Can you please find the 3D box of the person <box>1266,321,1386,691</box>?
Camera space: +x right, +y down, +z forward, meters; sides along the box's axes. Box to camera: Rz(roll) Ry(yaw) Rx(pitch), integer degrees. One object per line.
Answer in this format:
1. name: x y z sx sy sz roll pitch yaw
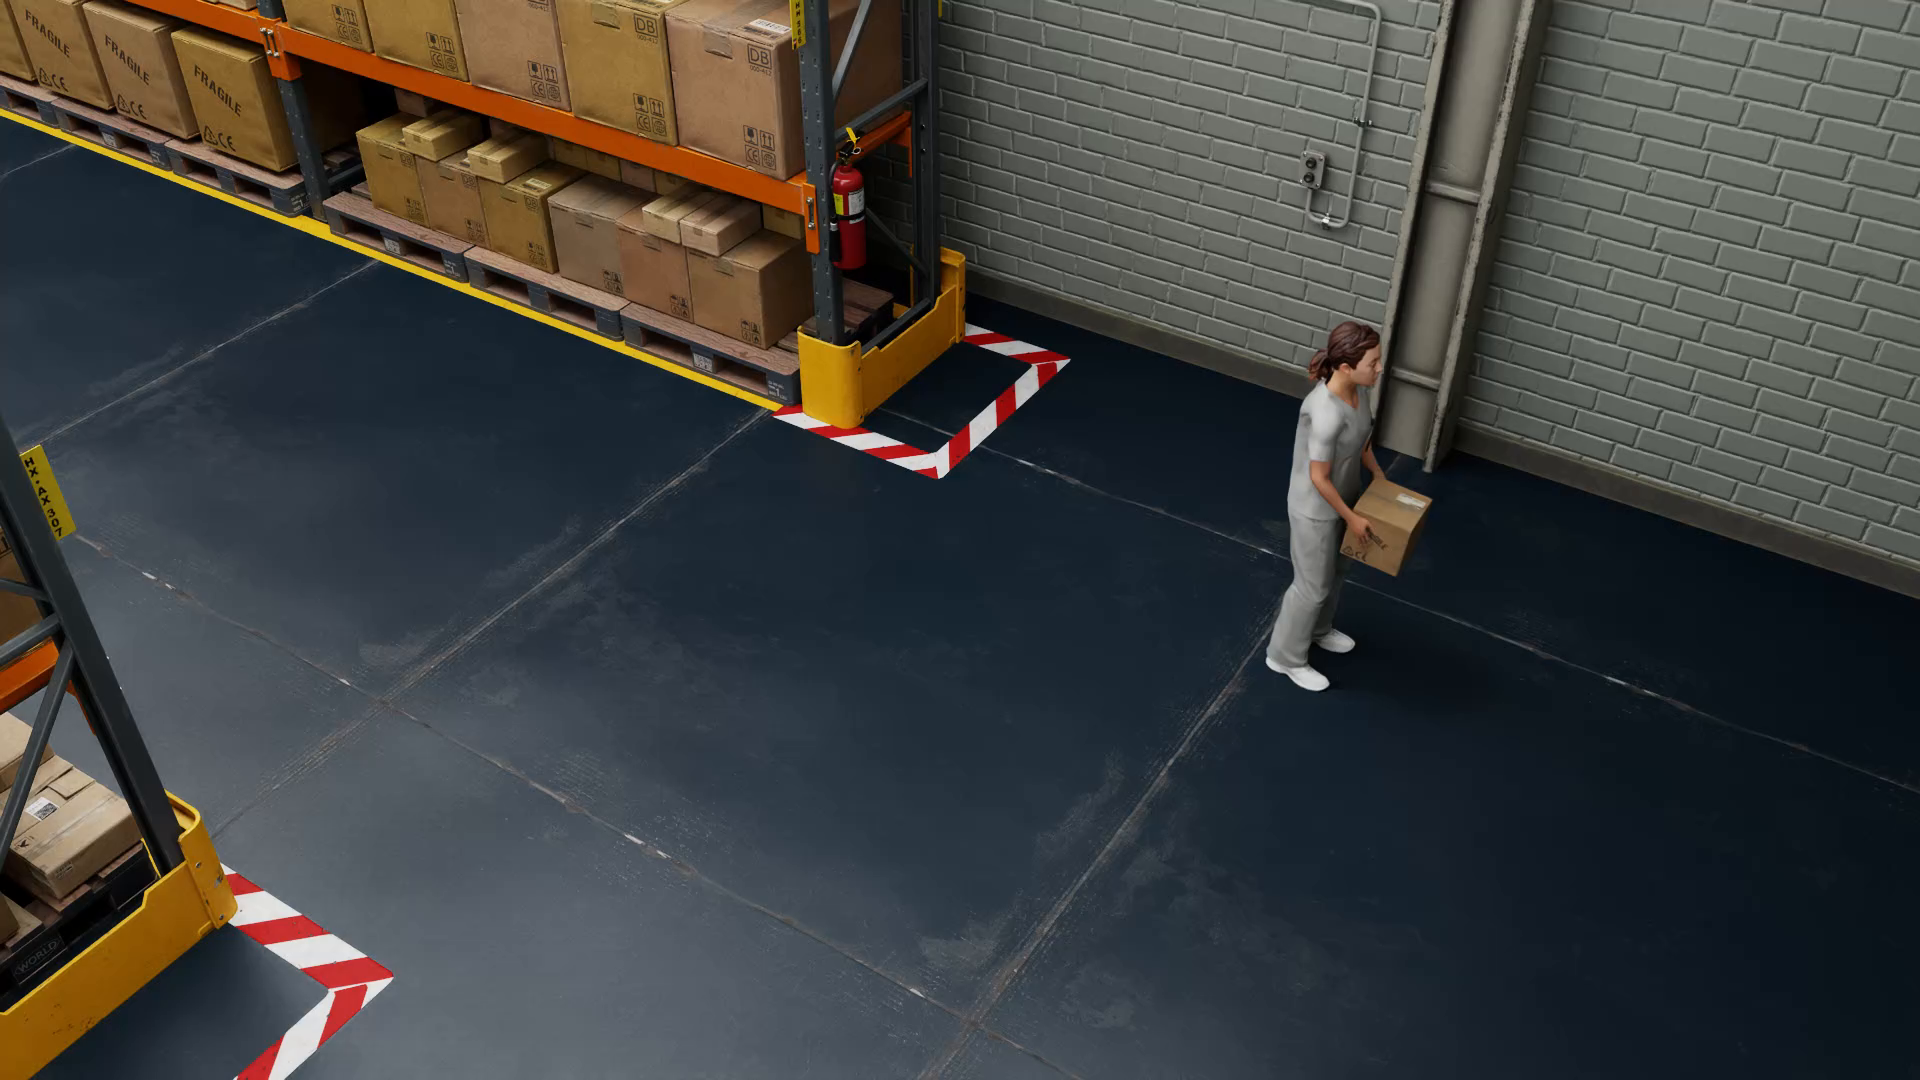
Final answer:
1. person: 1.550 -0.148 6.863 0.429 1.676 0.466 21 43 24
